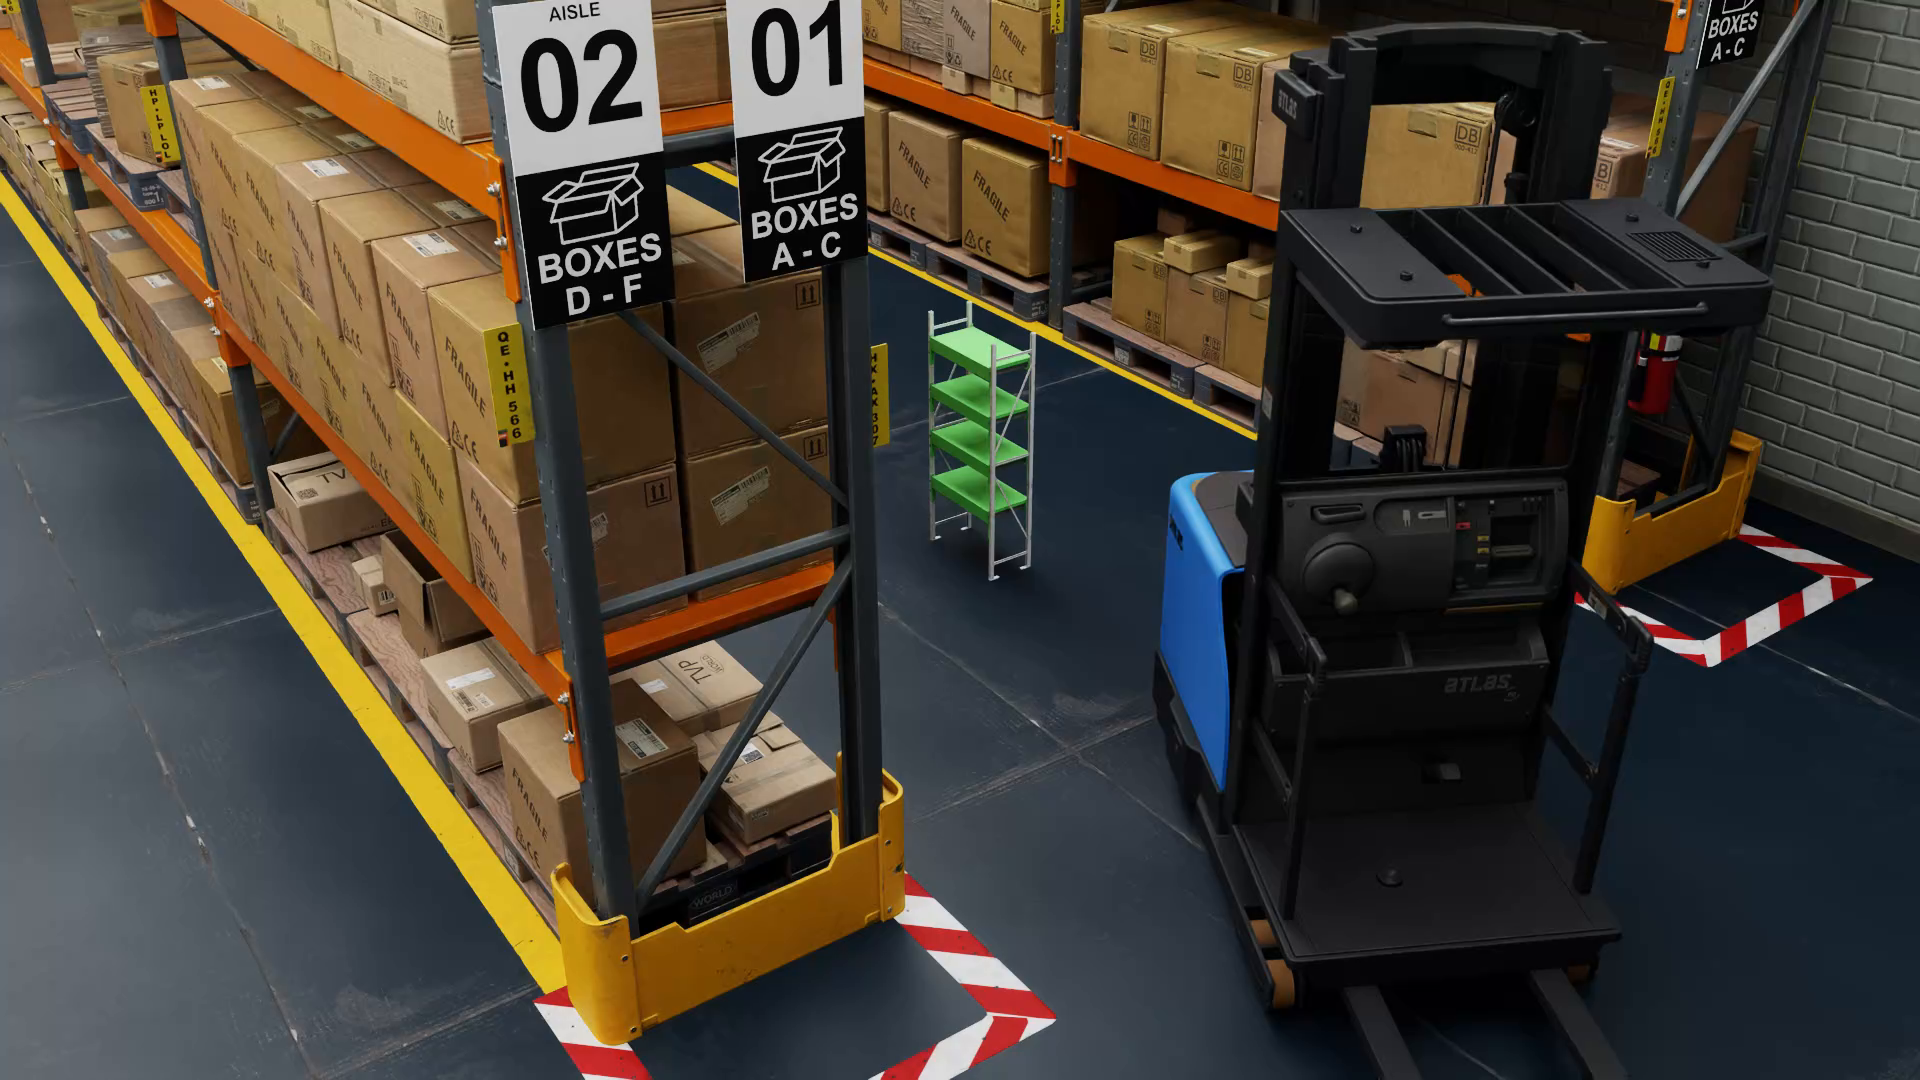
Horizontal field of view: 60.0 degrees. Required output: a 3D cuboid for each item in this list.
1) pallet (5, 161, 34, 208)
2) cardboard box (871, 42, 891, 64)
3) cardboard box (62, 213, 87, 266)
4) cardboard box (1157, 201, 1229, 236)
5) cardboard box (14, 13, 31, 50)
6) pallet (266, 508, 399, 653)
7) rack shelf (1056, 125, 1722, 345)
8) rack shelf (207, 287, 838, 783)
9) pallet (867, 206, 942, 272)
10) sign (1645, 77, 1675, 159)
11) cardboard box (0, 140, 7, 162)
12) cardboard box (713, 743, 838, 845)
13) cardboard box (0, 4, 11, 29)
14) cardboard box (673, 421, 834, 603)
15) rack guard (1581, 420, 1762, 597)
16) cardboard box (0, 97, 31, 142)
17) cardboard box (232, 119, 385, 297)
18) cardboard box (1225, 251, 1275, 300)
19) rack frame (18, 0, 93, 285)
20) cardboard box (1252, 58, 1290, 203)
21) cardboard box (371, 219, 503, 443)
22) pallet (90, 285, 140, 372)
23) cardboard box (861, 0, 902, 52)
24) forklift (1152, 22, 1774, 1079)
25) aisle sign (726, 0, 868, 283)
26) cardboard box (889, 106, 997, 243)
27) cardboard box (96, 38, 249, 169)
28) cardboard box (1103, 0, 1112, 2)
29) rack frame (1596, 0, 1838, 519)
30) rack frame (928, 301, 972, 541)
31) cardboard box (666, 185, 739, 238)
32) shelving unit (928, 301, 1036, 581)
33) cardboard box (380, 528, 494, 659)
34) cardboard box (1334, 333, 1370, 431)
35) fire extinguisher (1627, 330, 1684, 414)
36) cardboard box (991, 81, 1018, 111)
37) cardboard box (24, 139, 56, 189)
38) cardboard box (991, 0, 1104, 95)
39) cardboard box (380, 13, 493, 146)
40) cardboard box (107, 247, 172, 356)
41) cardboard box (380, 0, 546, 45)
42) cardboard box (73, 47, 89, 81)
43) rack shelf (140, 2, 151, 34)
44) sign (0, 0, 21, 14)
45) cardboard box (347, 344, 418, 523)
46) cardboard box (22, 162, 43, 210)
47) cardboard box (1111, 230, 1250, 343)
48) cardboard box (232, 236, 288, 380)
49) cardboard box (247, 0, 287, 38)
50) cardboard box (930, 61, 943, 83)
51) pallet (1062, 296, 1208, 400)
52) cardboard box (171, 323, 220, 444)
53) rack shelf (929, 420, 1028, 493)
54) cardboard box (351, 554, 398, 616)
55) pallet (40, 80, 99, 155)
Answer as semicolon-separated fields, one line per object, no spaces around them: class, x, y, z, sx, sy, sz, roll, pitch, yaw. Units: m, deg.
pallet;-7.200;-3.060;13.663;1.003;0.211;1.213;-19;34;-31
cardboard box;-0.405;-3.492;11.779;0.380;0.149;0.250;-19;34;-30
cardboard box;-5.843;-2.119;11.450;0.500;0.250;0.500;-18;33;-29
cardboard box;1.442;-1.987;10.265;0.380;0.149;0.250;-19;34;-31
cardboard box;-6.631;-3.902;12.188;0.500;0.500;0.500;-19;34;-31
pallet;-2.622;0.042;7.952;1.003;0.211;1.213;-19;34;-31
rack shelf;2.174;-1.730;9.046;1.077;0.370;4.000;-19;34;-31
rack shelf;-1.859;-0.357;6.519;1.077;0.370;4.000;-19;34;-31
pallet;-0.207;-2.352;12.360;1.003;0.211;1.213;-19;34;-31
sign;2.884;-1.737;6.844;0.100;0.325;0.005;-19;34;-31
cardboard box;-7.627;-3.312;13.646;0.500;0.250;0.500;-20;34;-32
cardboard box;-0.662;0.906;5.966;0.380;0.149;0.250;-19;34;-31
cardboard box;-7.312;-4.050;12.827;0.380;0.149;0.250;-19;34;-31
cardboard box;-0.742;-0.185;5.344;0.500;0.500;0.500;-18;33;-30
rack guard;3.348;-0.161;8.022;1.175;0.500;0.348;-19;34;-31
cardboard box;-7.337;-3.358;13.144;0.500;0.311;0.500;-19;34;-31
cardboard box;-2.378;-1.273;6.298;0.500;0.500;0.500;-20;34;-32
cardboard box;1.717;-1.489;9.349;0.380;0.149;0.250;-20;34;-32
rack frame;-5.339;-3.006;10.642;1.000;3.000;0.127;-19;34;-31
cardboard box;2.164;-2.175;8.797;0.980;0.700;0.700;-21;35;-33
cardboard box;-1.475;-0.672;5.193;0.500;0.500;0.500;-18;33;-29
pallet;-4.937;-1.480;10.754;1.003;0.211;1.213;-19;34;-31
cardboard box;-0.342;-3.703;11.488;0.500;0.500;0.500;-18;33;-29
forklift;1.495;0.067;5.056;1.130;2.935;3.031;-3;29;-6
aisle sign;-0.420;-1.093;4.396;0.394;0.787;0.004;-19;34;-31
cardboard box;0.013;-2.625;11.753;0.750;0.750;0.750;-18;33;-29
cardboard box;-4.094;-2.349;8.888;0.500;0.500;0.700;22;35;34
cardboard box;0.959;-3.588;10.490;0.500;0.250;0.500;-18;33;-29
rack frame;3.334;-1.269;7.443;1.000;3.000;0.127;-19;34;-31
rack frame;-0.046;-0.558;8.020;0.240;1.200;0.015;-19;34;-31
cardboard box;-1.051;-0.826;5.475;0.500;0.500;0.500;-18;33;-30
shelving unit;0.096;-0.463;7.845;0.258;1.200;0.503;-19;34;-31
cardboard box;-1.925;0.182;6.927;0.797;0.503;0.637;-19;34;-31
cardboard box;2.264;-0.989;9.107;0.700;0.500;0.500;-20;34;-32
fire extinguisher;3.046;-0.884;7.207;0.296;0.674;0.183;-19;34;-31
cardboard box;0.421;-2.867;10.628;0.380;0.149;0.250;-18;33;-30
cardboard box;-6.441;-2.761;12.045;0.500;0.311;0.500;-19;34;-31
cardboard box;0.541;-3.117;10.409;0.500;0.500;0.500;-19;34;-31
cardboard box;-1.212;-1.275;4.469;0.500;0.250;0.500;-19;34;-31
cardboard box;-4.713;-1.446;9.929;0.500;0.500;0.500;-19;34;-31
cardboard box;-1.205;-1.497;4.354;0.500;0.250;0.500;-19;34;-31
cardboard box;-5.515;-3.120;10.946;0.500;0.311;0.500;-16;33;-28
rack shelf;-4.179;-3.231;8.666;1.077;0.370;4.000;-19;34;-31
sign;-5.790;-3.360;10.080;0.100;0.325;0.005;-19;34;-31
cardboard box;-1.769;-0.435;5.803;0.500;0.500;0.500;-18;34;-30
cardboard box;-6.735;-2.714;12.546;0.500;0.250;0.500;-18;33;-30
cardboard box;1.364;-1.591;10.215;0.700;0.500;0.500;-18;33;-30
cardboard box;-2.646;-1.023;6.886;0.500;0.500;0.500;-18;33;-30
cardboard box;-2.070;-1.862;5.550;0.500;0.250;0.500;-19;34;-31
cardboard box;0.019;-3.180;11.204;0.380;0.149;0.250;-19;34;-31
pallet;1.391;-1.281;10.388;1.003;0.211;1.213;-19;34;-31
cardboard box;-3.819;-0.853;8.836;0.500;0.500;0.500;-19;34;-30
rack shelf;0.096;-0.407;7.876;0.258;0.148;0.480;-19;34;-31
cardboard box;-2.442;0.157;7.325;0.380;0.166;0.250;-19;34;-31
pallet;-4.889;-2.678;10.238;1.213;0.211;1.003;-19;34;-31
